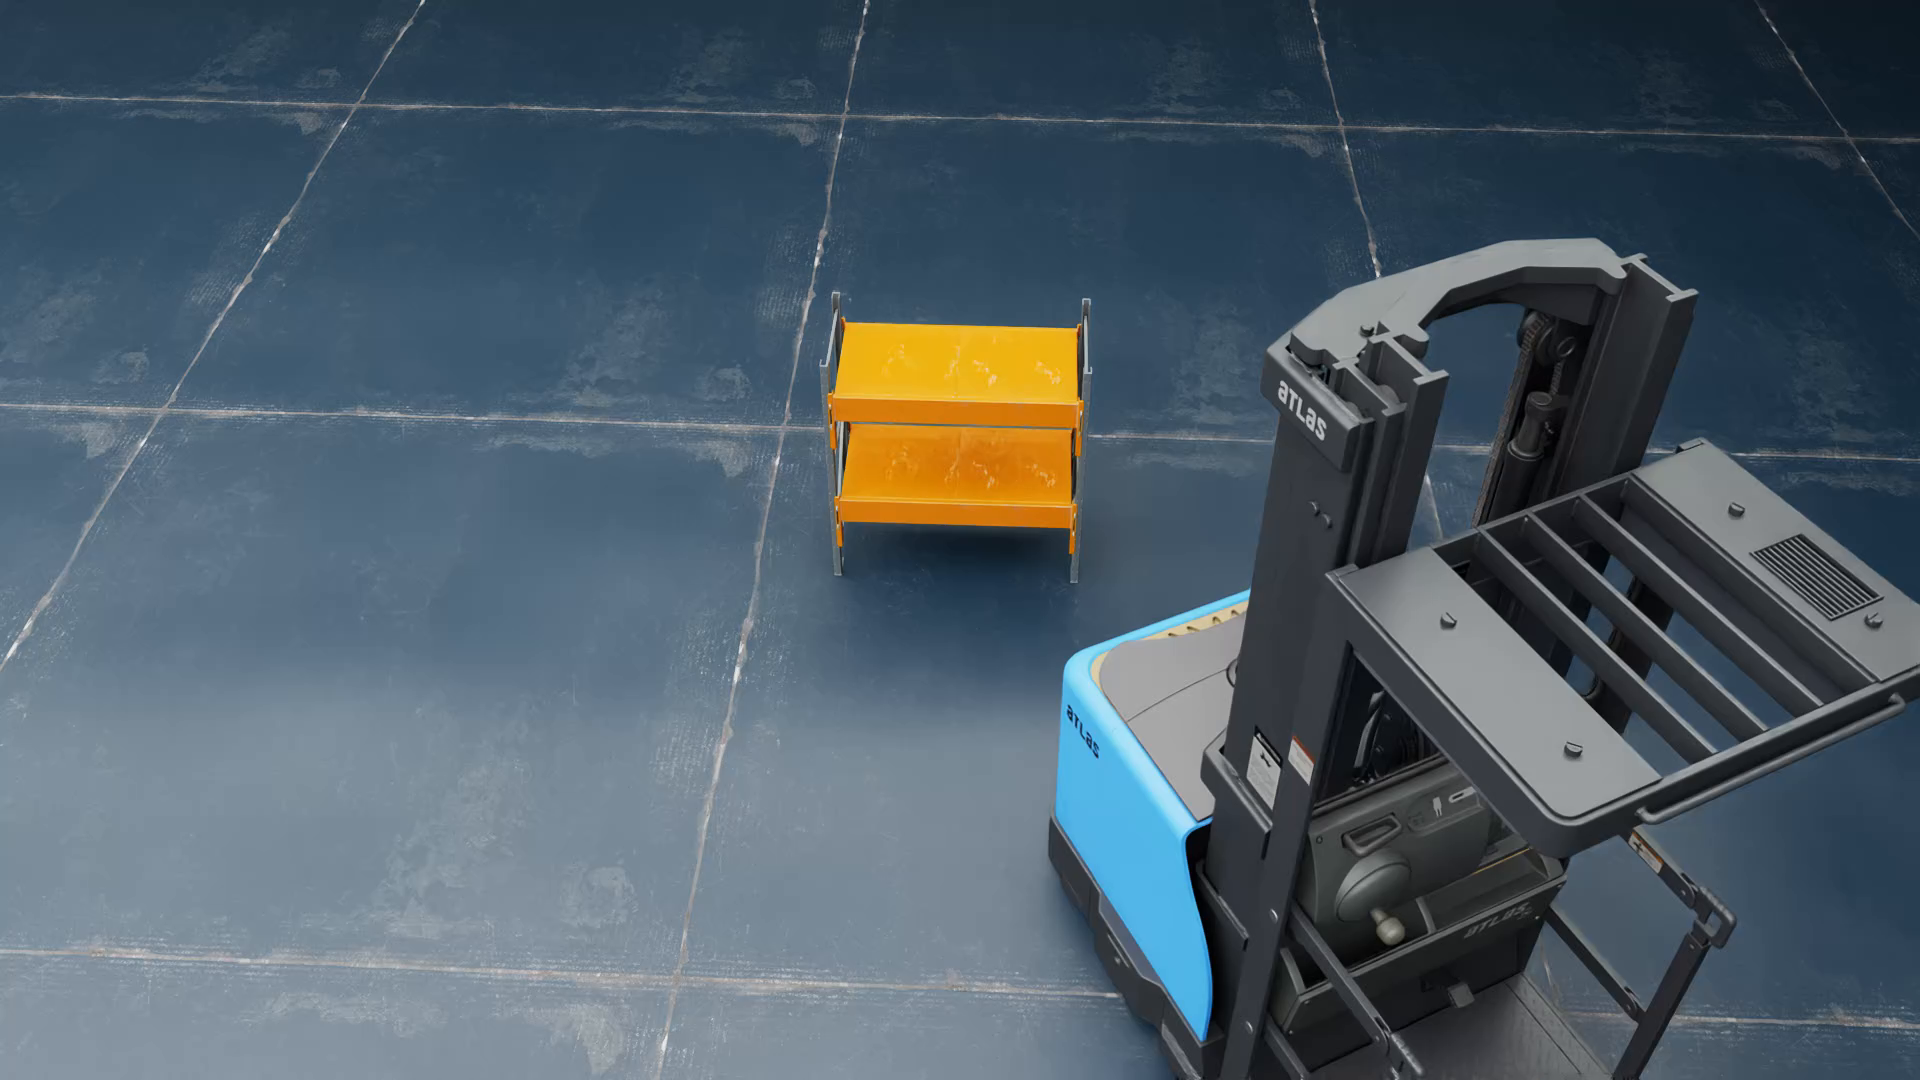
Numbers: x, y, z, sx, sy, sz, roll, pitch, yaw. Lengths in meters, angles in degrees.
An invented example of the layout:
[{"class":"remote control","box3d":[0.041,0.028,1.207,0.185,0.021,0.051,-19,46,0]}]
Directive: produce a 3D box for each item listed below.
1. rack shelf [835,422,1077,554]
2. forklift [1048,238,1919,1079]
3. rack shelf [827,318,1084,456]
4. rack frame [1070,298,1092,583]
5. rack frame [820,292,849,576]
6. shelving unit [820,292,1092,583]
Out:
[{"class":"rack shelf","box3d":[-0.007,-0.233,7.119,1.000,0.278,0.538,2,43,2]},{"class":"forklift","box3d":[1.412,0.851,4.271,1.130,2.935,3.031,-18,46,-19]},{"class":"rack shelf","box3d":[-0.007,-0.626,6.753,1.000,0.278,0.538,2,43,2]},{"class":"rack frame","box3d":[0.501,-0.396,6.935,0.032,1.125,0.500,2,43,2]},{"class":"rack frame","box3d":[-0.515,-0.427,6.969,0.032,1.125,0.500,2,43,2]},{"class":"shelving unit","box3d":[-0.007,-0.412,6.952,1.048,1.125,0.538,2,43,2]}]
